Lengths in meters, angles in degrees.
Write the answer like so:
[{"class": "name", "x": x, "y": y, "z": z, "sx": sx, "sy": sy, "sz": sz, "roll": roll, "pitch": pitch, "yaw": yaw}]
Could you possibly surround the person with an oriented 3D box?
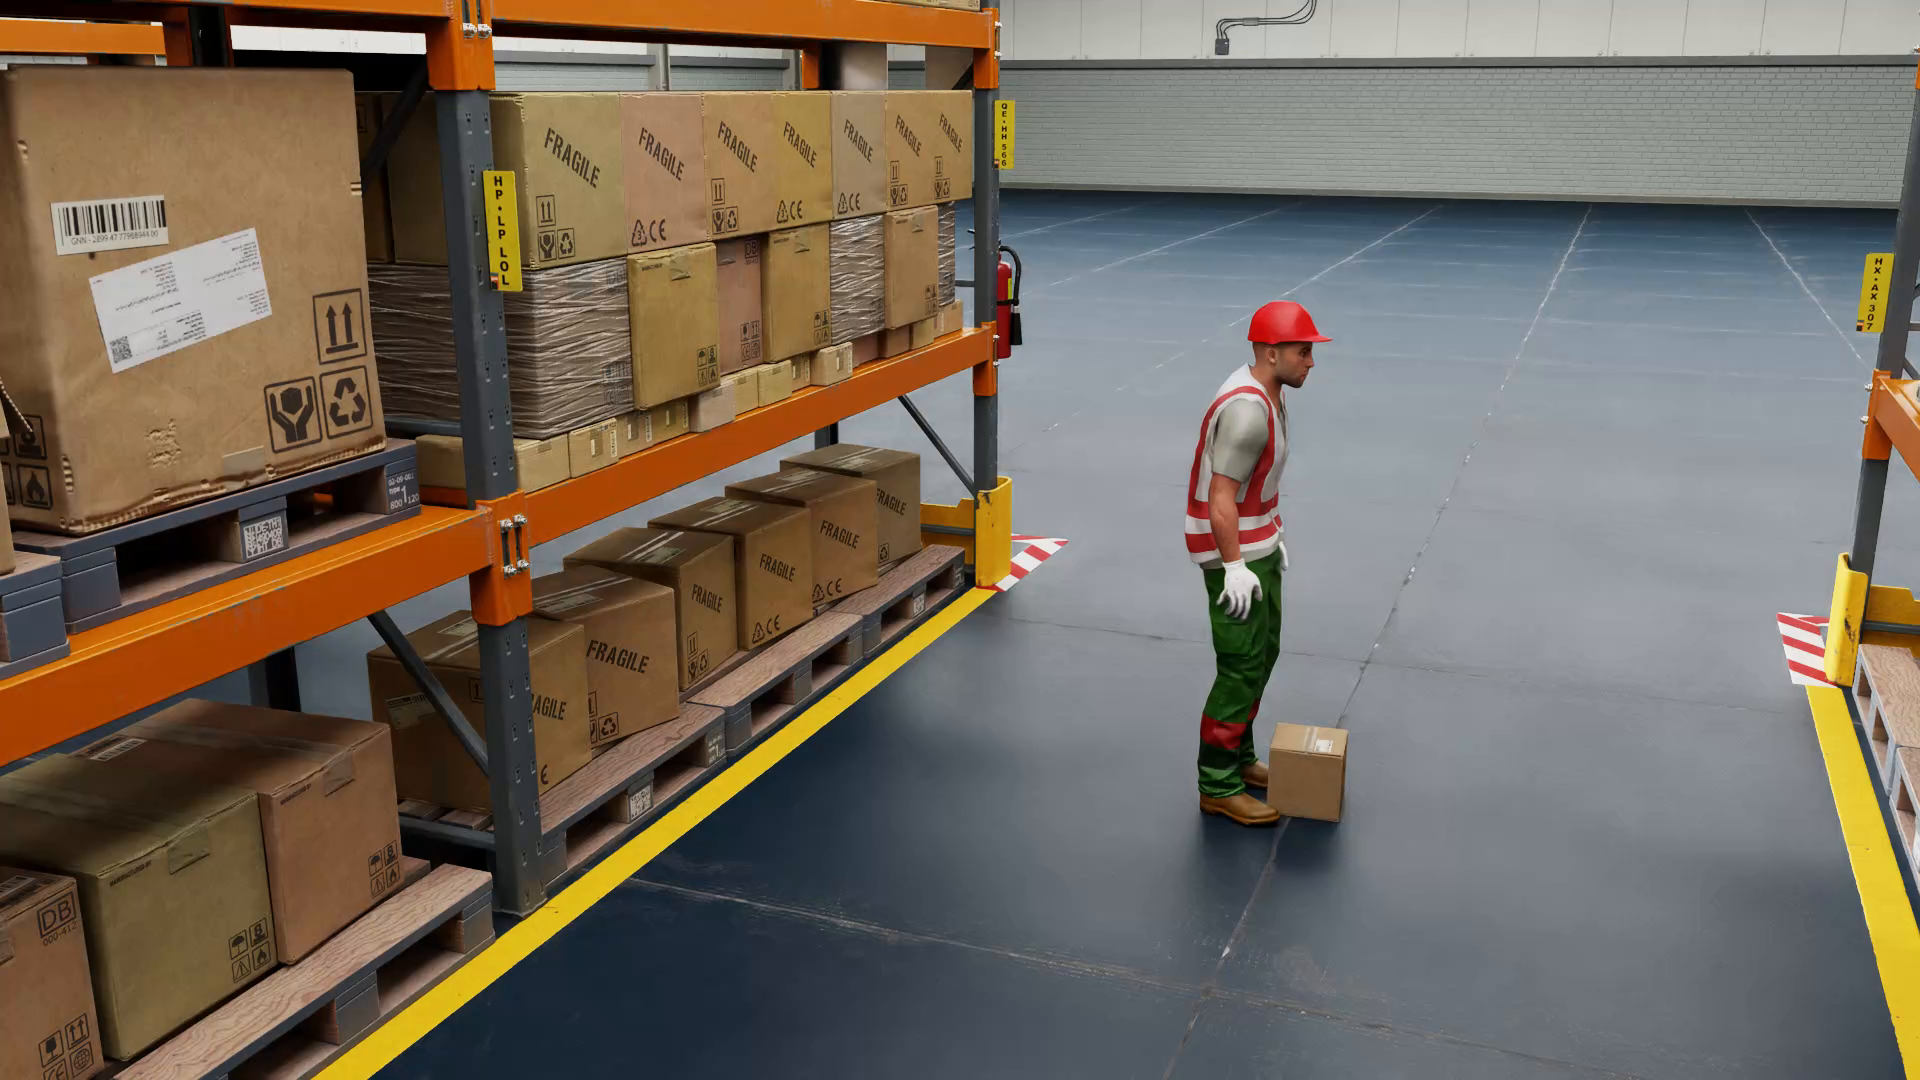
[{"class": "person", "x": 1.013, "y": 0.063, "z": 5.763, "sx": 0.453, "sy": 1.778, "sz": 0.604, "roll": 6, "pitch": 16, "yaw": 21}]
